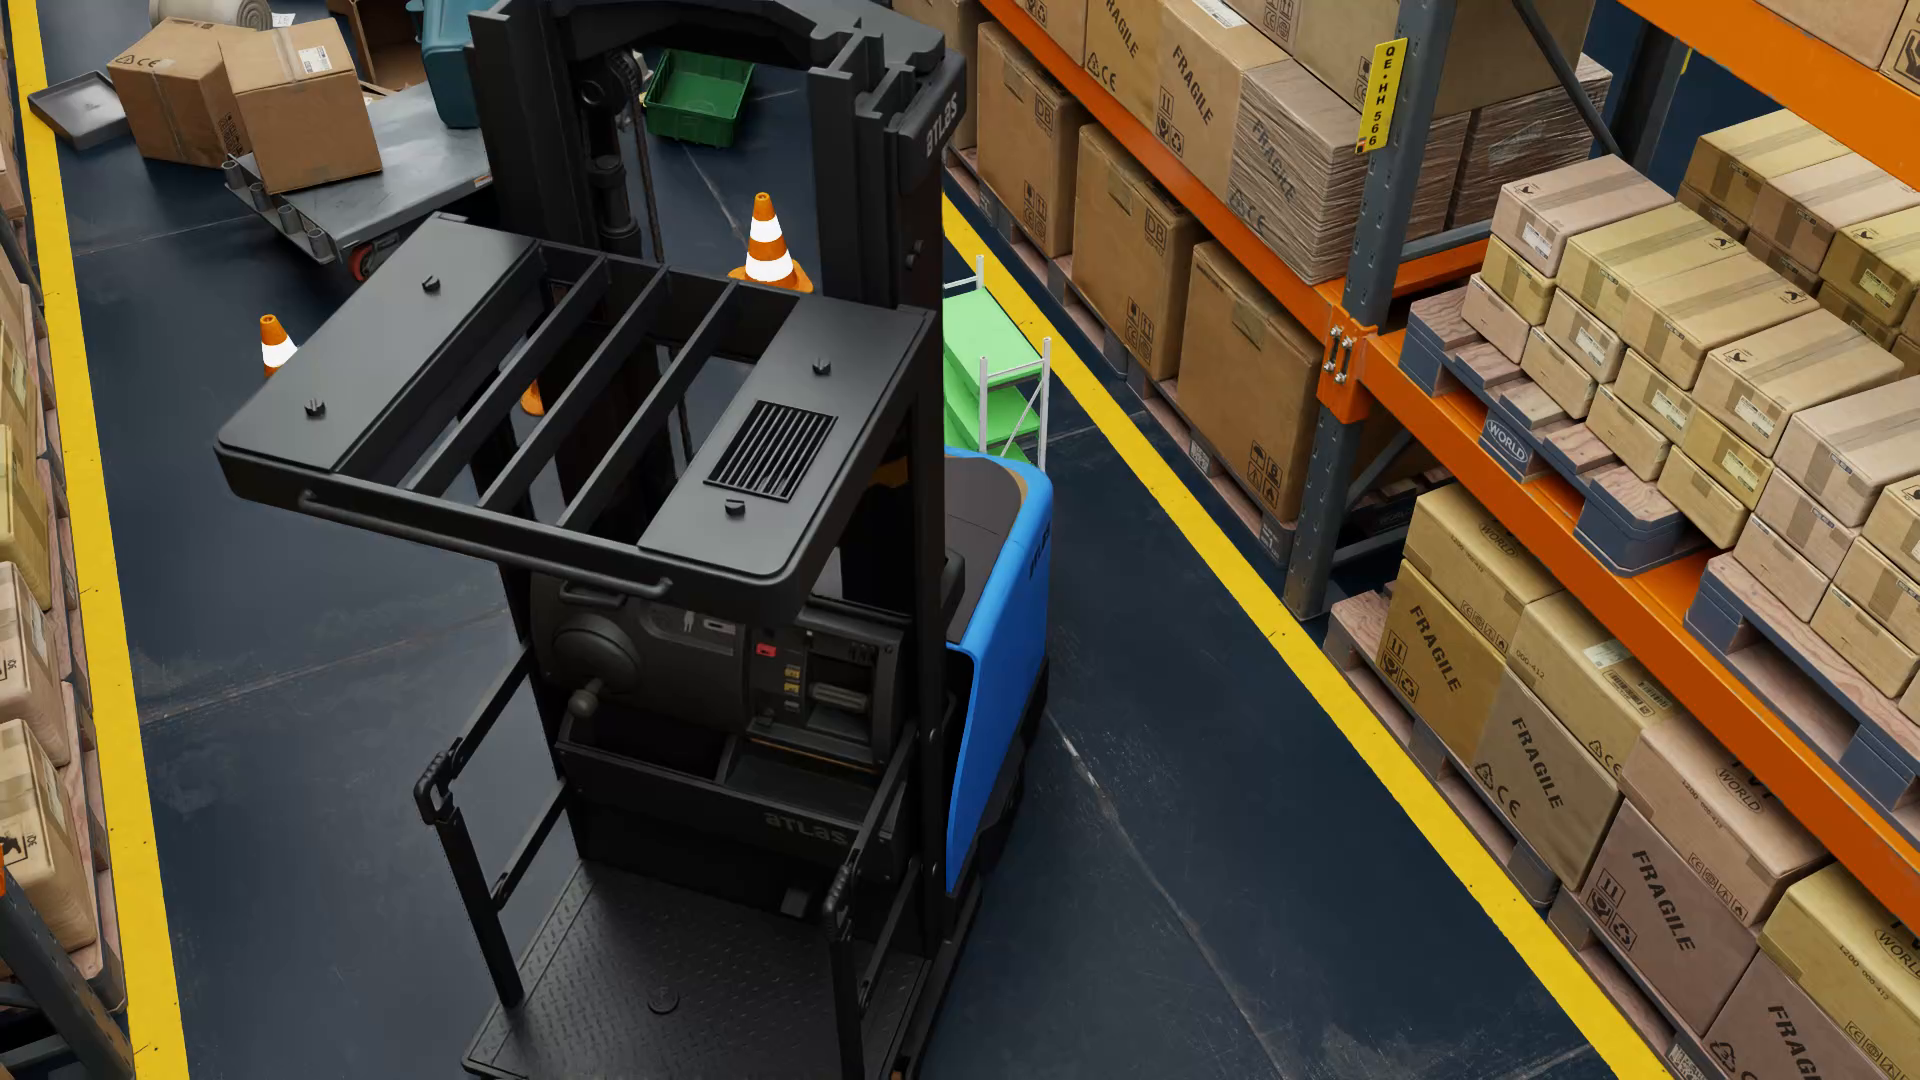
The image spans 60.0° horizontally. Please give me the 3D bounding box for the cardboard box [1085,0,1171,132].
[{"bbox_3d":[0.792,-1.835,5.903,0.500,0.500,0.500,-19,48,-18],"label":"cardboard box"}]

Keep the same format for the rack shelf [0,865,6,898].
[{"bbox_3d":[-1.964,2.102,2.496,1.077,0.370,4.000,-18,47,-17],"label":"rack shelf"}]

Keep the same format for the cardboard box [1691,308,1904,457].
[{"bbox_3d":[1.987,-0.378,3.953,0.380,0.149,0.250,-20,48,-19],"label":"cardboard box"}]

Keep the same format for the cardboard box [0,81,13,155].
[{"bbox_3d":[-4.725,-1.941,7.740,0.500,0.250,0.500,-16,47,-15],"label":"cardboard box"}]

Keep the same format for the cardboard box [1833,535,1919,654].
[{"bbox_3d":[2.207,0.067,3.714,0.380,0.149,0.250,-18,48,-18],"label":"cardboard box"}]

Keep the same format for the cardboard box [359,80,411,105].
[{"bbox_3d":[-2.882,-2.157,8.247,0.396,0.266,0.258,18,47,18],"label":"cardboard box"}]

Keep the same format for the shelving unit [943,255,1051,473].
[{"bbox_3d":[0.070,-0.322,5.722,0.258,1.200,0.503,-18,47,-17],"label":"shelving unit"}]

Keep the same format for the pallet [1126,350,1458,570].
[{"bbox_3d":[1.380,-0.487,6.593,1.003,0.211,1.213,-18,47,-17],"label":"pallet"}]

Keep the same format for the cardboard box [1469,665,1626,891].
[{"bbox_3d":[1.924,0.631,4.955,0.500,0.500,0.500,-17,47,-17],"label":"cardboard box"}]

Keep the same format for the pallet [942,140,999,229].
[{"bbox_3d":[0.354,-2.041,8.169,1.003,0.211,1.213,-18,47,-17],"label":"pallet"}]

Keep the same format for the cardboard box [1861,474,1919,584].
[{"bbox_3d":[2.216,-0.038,3.609,0.380,0.149,0.250,-17,47,-16],"label":"cardboard box"}]

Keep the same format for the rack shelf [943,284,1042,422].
[{"bbox_3d":[0.070,-0.618,5.429,0.258,0.148,0.480,-18,47,-17],"label":"rack shelf"}]

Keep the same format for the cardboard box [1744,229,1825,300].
[{"bbox_3d":[2.378,-0.771,4.563,0.380,0.149,0.250,-16,47,-16],"label":"cardboard box"}]

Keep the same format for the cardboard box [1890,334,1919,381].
[{"bbox_3d":[2.596,-0.444,4.232,0.380,0.149,0.250,-18,47,-17],"label":"cardboard box"}]

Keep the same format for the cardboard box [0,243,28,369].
[{"bbox_3d":[-4.264,-0.858,6.556,0.950,0.372,0.625,-17,47,-17],"label":"cardboard box"}]

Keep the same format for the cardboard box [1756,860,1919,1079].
[{"bbox_3d":[2.343,1.004,4.044,0.500,0.250,0.500,-20,48,-19],"label":"cardboard box"}]

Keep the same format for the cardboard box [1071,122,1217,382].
[{"bbox_3d":[1.098,-1.274,6.708,1.050,0.750,0.750,-17,47,-17],"label":"cardboard box"}]

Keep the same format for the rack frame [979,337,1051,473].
[{"bbox_3d":[0.172,-0.166,5.564,0.240,1.200,0.015,-18,47,-17],"label":"rack frame"}]

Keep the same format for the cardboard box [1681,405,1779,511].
[{"bbox_3d":[2.002,-0.251,4.037,0.380,0.149,0.250,-18,47,-17],"label":"cardboard box"}]

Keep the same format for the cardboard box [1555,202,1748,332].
[{"bbox_3d":[1.777,-0.704,4.284,0.380,0.149,0.250,-19,48,-18],"label":"cardboard box"}]

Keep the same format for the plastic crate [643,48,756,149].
[{"bbox_3d":[-1.300,-2.247,8.353,0.450,0.188,0.662,11,45,-3],"label":"plastic crate"}]

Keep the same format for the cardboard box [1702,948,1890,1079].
[{"bbox_3d":[2.358,1.282,4.295,0.500,0.500,0.500,-19,48,-18],"label":"cardboard box"}]

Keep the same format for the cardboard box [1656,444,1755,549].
[{"bbox_3d":[1.990,-0.155,4.152,0.380,0.149,0.250,-16,47,-16],"label":"cardboard box"}]

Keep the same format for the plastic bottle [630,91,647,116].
[{"bbox_3d":[-1.524,-2.188,8.424,0.283,0.061,0.133,26,50,24],"label":"plastic bottle"}]

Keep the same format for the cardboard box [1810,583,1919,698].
[{"bbox_3d":[2.208,0.175,3.817,0.380,0.149,0.250,-17,47,-17],"label":"cardboard box"}]

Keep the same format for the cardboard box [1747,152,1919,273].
[{"bbox_3d":[2.369,-0.889,4.471,0.380,0.149,0.250,-19,48,-18],"label":"cardboard box"}]

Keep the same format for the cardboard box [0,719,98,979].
[{"bbox_3d":[-3.034,0.995,4.678,0.950,0.372,0.625,-21,48,-20],"label":"cardboard box"}]

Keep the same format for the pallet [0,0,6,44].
[{"bbox_3d":[-5.828,-2.957,9.097,1.003,0.211,1.213,-18,47,-17],"label":"pallet"}]

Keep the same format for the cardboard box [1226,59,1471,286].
[{"bbox_3d":[1.210,-1.198,5.257,0.500,0.500,0.500,-18,47,-17],"label":"cardboard box"}]

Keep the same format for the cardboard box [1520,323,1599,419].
[{"bbox_3d":[1.761,-0.499,4.500,0.380,0.149,0.250,-16,47,-15],"label":"cardboard box"}]

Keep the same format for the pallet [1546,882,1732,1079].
[{"bbox_3d":[2.480,1.313,4.769,1.003,0.211,1.213,-18,47,-17],"label":"pallet"}]

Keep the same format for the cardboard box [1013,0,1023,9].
[{"bbox_3d":[0.359,-2.484,6.560,0.500,0.500,0.500,-18,47,-18],"label":"cardboard box"}]

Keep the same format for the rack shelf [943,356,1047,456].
[{"bbox_3d":[0.070,-0.447,5.598,0.258,0.148,0.480,-18,47,-17],"label":"rack shelf"}]

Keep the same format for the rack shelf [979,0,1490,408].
[{"bbox_3d":[0.802,-1.973,6.626,1.077,0.370,4.000,-18,47,-17],"label":"rack shelf"}]

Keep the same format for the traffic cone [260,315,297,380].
[{"bbox_3d":[-2.696,-0.698,6.627,0.336,0.463,0.334,-18,47,-17],"label":"traffic cone"}]

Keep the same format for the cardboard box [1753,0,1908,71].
[{"bbox_3d":[1.859,-1.299,3.224,0.500,0.500,0.500,-18,47,-17],"label":"cardboard box"}]

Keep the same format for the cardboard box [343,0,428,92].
[{"bbox_3d":[-2.733,-2.721,8.553,0.797,0.637,0.503,-18,47,-17],"label":"cardboard box"}]

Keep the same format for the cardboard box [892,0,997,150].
[{"bbox_3d":[0.304,-2.483,7.934,1.050,0.750,0.750,-18,47,-18],"label":"cardboard box"}]

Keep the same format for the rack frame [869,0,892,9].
[{"bbox_3d":[-0.039,-3.504,7.665,1.000,3.000,0.127,-18,47,-17],"label":"rack frame"}]

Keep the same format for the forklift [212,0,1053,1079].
[{"bbox_3d":[-0.652,0.383,3.775,1.130,2.935,3.031,13,46,13],"label":"forklift"}]

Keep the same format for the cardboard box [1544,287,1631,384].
[{"bbox_3d":[1.780,-0.581,4.371,0.380,0.149,0.250,-16,47,-16],"label":"cardboard box"}]

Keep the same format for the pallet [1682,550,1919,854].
[{"bbox_3d":[2.513,0.363,3.883,1.003,0.211,1.213,-18,47,-17],"label":"pallet"}]

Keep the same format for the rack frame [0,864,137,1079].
[{"bbox_3d":[-2.805,0.572,3.535,1.000,3.000,0.127,-18,47,-17],"label":"rack frame"}]

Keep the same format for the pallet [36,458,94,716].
[{"bbox_3d":[-3.642,0.290,5.806,1.003,0.211,1.213,-18,47,-17],"label":"pallet"}]

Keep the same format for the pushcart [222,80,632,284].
[{"bbox_3d":[-2.440,-1.749,7.754,1.648,0.377,0.936,-35,54,-30],"label":"pushcart"}]

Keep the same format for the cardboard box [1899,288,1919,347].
[{"bbox_3d":[2.595,-0.553,4.131,0.380,0.149,0.250,-17,47,-16],"label":"cardboard box"}]

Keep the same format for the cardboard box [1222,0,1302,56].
[{"bbox_3d":[1.250,-1.957,5.315,0.700,0.500,0.500,-19,48,-18],"label":"cardboard box"}]

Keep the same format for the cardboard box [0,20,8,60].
[{"bbox_3d":[-5.149,-2.597,8.405,0.500,0.250,0.500,-20,48,-19],"label":"cardboard box"}]

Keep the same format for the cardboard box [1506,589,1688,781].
[{"bbox_3d":[1.927,0.353,4.704,0.500,0.250,0.500,-19,48,-18],"label":"cardboard box"}]

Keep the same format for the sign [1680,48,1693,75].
[{"bbox_3d":[2.132,-1.505,4.871,0.100,0.325,0.005,-18,47,-17],"label":"sign"}]

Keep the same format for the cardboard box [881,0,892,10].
[{"bbox_3d":[-0.240,-3.318,8.691,0.875,0.875,0.875,-17,47,-17],"label":"cardboard box"}]

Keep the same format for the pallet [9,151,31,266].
[{"bbox_3d":[-4.802,-1.402,7.521,1.003,0.211,1.213,-18,47,-17],"label":"pallet"}]

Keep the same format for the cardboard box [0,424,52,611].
[{"bbox_3d":[-3.665,0.042,5.644,0.950,0.372,0.625,-17,47,-16],"label":"cardboard box"}]

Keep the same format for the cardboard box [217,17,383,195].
[{"bbox_3d":[-2.885,-1.902,7.282,0.500,0.500,0.500,-18,47,-17],"label":"cardboard box"}]
